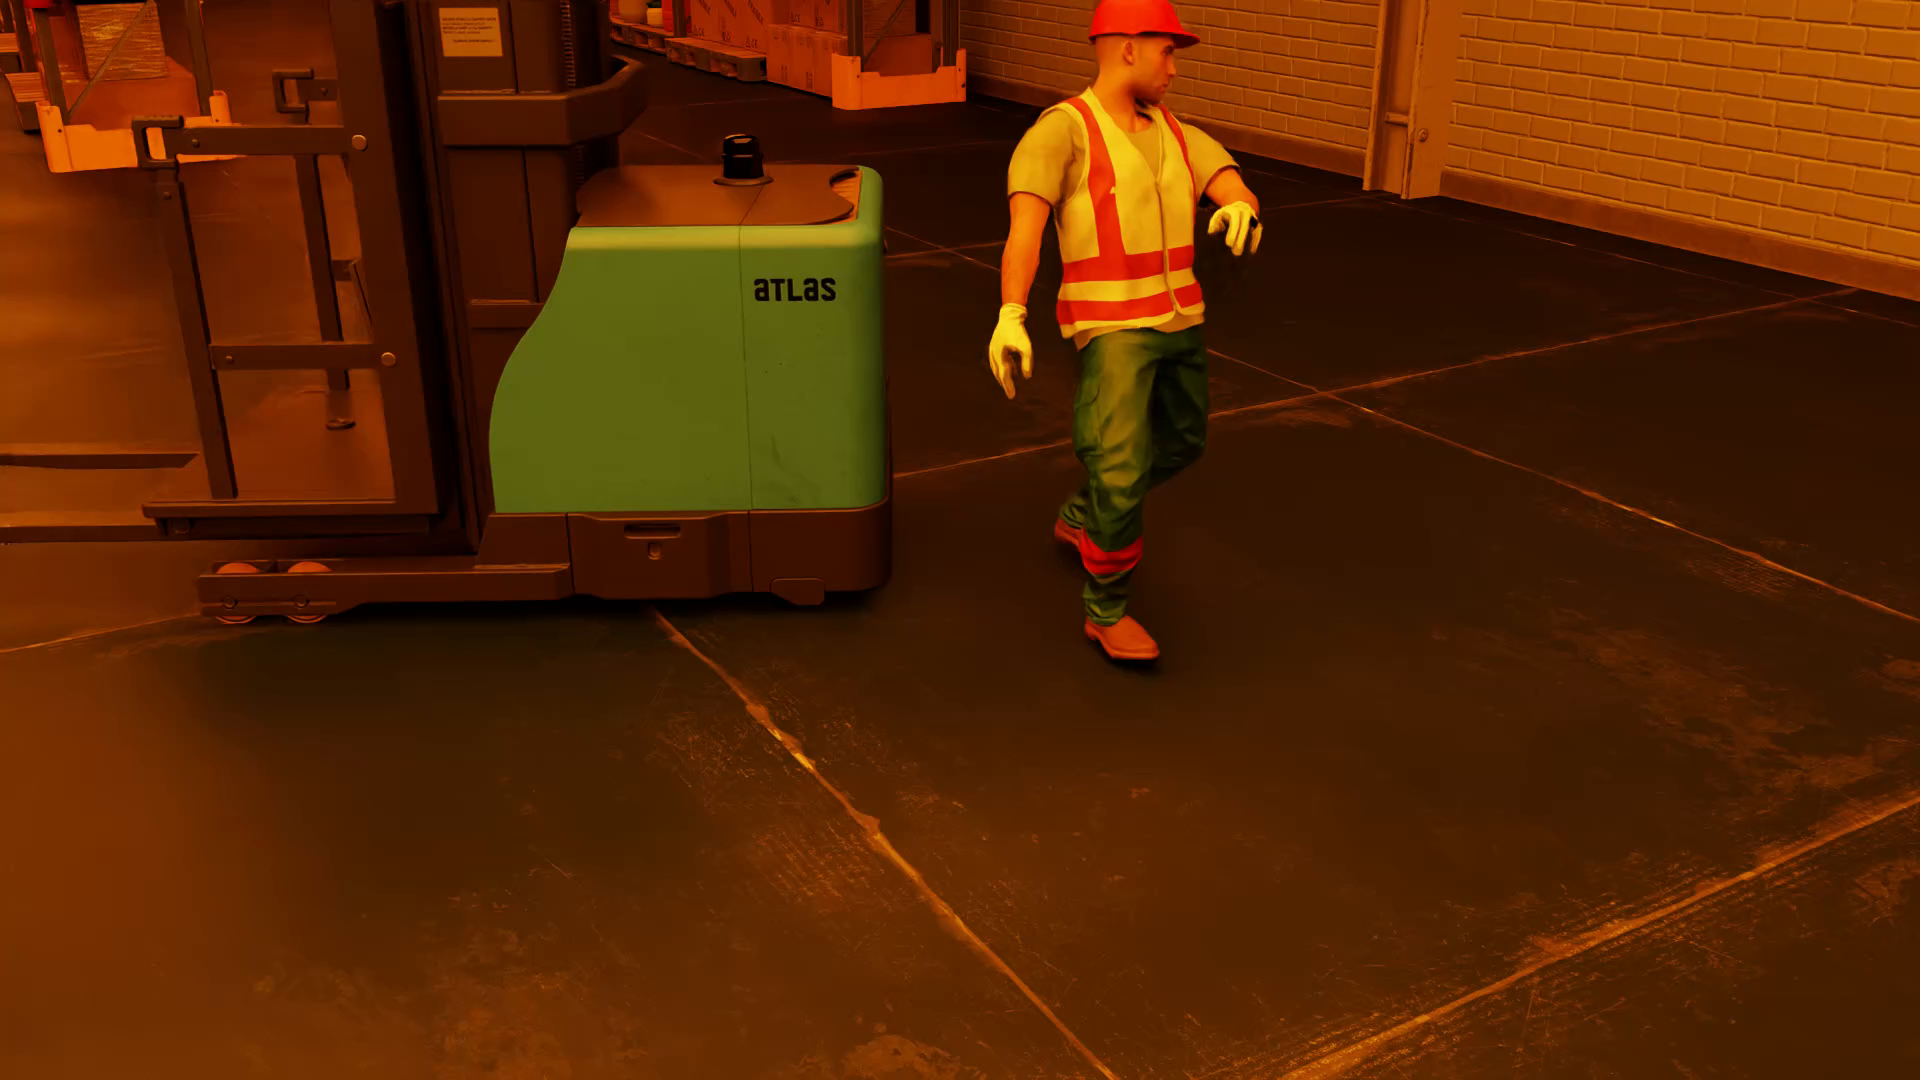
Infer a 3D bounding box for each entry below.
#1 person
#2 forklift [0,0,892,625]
[{"bbox_3d":[0.401,-0.541,4.273,0.851,1.638,0.806,21,30,41],"label":"person"},{"bbox_3d":[-1.725,-1.329,4.511,3.031,2.935,1.130,-1,22,-2],"label":"forklift"}]
